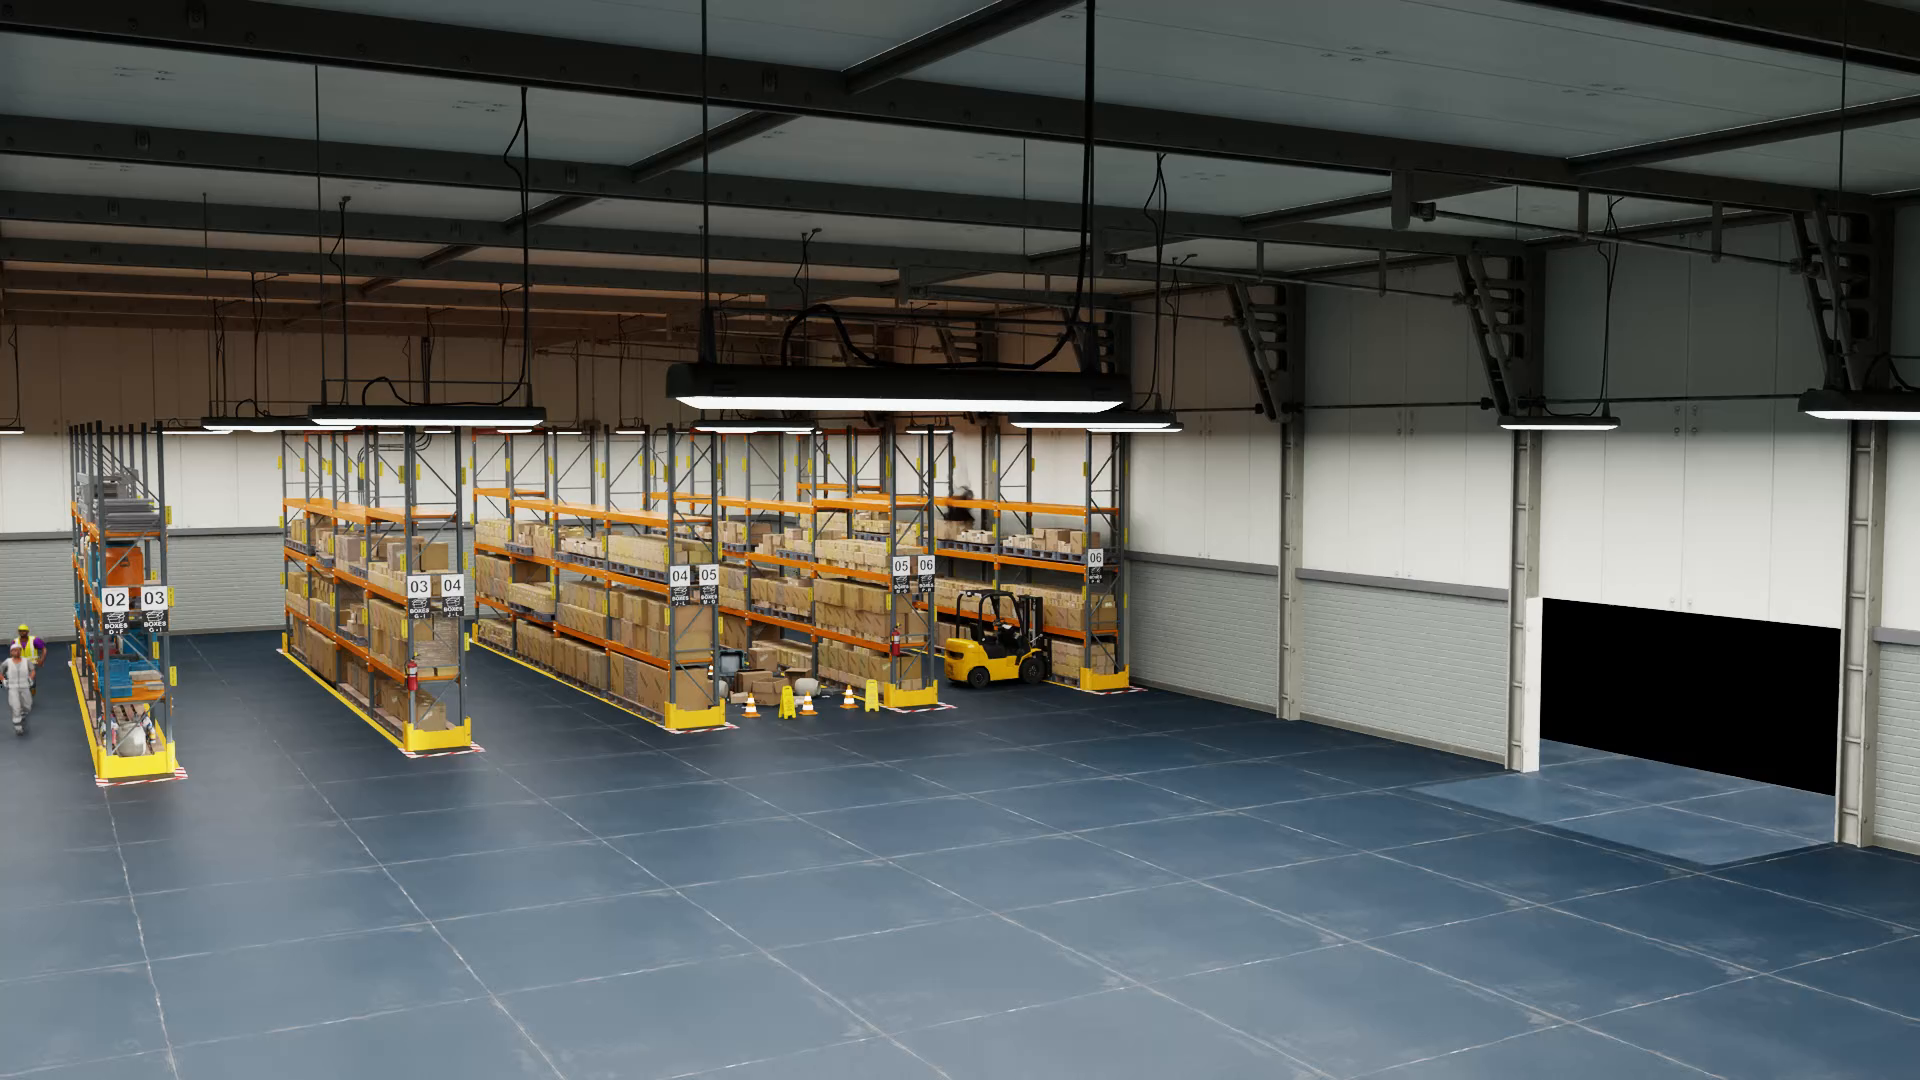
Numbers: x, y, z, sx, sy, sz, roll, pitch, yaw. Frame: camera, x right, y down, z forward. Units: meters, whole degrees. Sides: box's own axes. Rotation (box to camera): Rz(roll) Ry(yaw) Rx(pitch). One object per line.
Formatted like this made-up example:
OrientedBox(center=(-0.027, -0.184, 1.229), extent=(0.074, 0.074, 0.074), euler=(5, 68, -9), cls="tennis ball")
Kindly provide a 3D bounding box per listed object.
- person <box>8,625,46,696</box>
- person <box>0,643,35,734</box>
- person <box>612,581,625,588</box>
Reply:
OrientedBox(center=(-19.956, 2.670, 35.590), extent=(0.714, 1.739, 0.654), euler=(-1, 4, -19), cls="person")
OrientedBox(center=(-18.223, 2.866, 32.153), extent=(0.653, 1.737, 0.621), euler=(-3, 5, -39), cls="person")
OrientedBox(center=(-10.545, 1.748, 50.156), extent=(0.647, 1.772, 0.680), euler=(-3, 5, -42), cls="person")
